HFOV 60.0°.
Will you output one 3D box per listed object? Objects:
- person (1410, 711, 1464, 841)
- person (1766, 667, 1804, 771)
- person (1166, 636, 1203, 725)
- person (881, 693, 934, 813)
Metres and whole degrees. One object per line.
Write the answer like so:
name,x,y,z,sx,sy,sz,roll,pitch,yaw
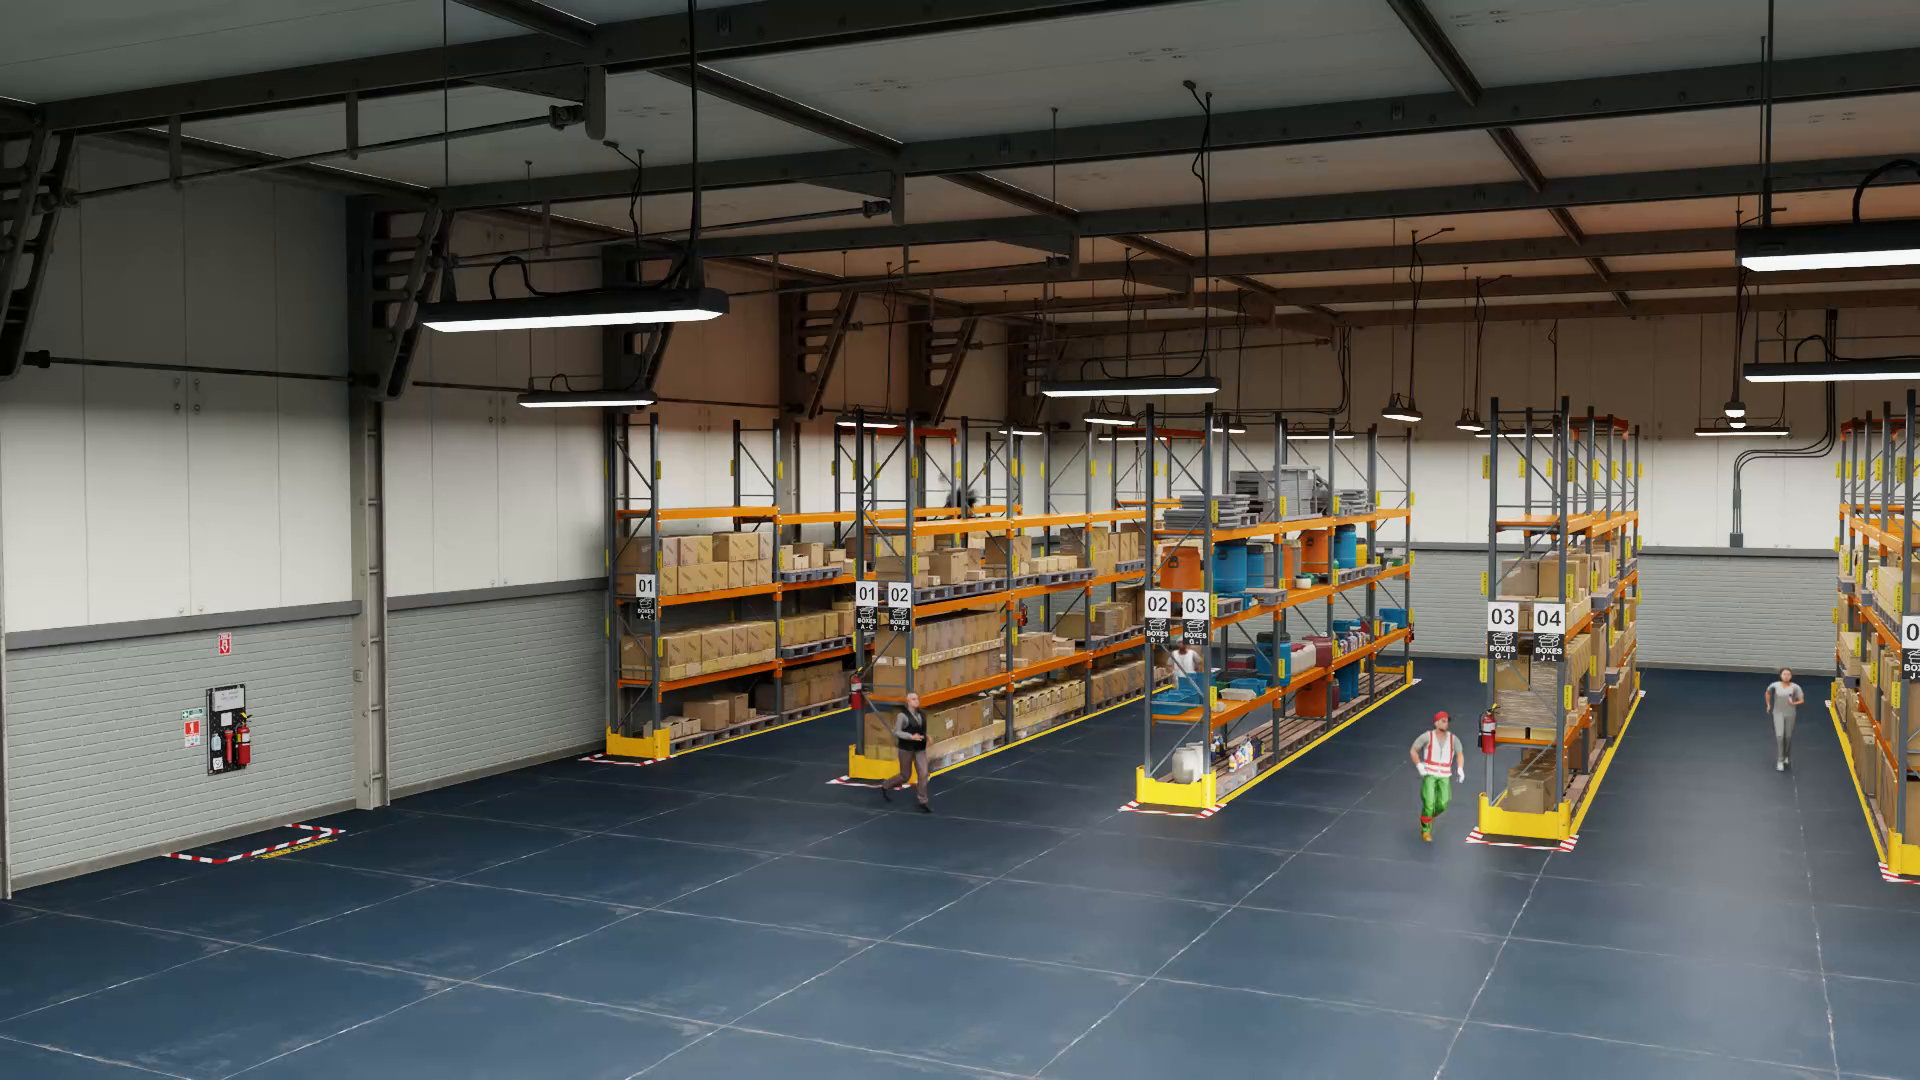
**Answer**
person,6.470,3.190,22.513,0.729,1.735,0.541,0,2,2
person,13.836,2.969,27.894,0.568,1.679,0.882,1,3,22
person,4.373,2.759,32.584,0.703,1.731,0.613,1,3,18
person,-0.731,3.112,24.537,0.669,1.730,0.952,-2,3,-42
